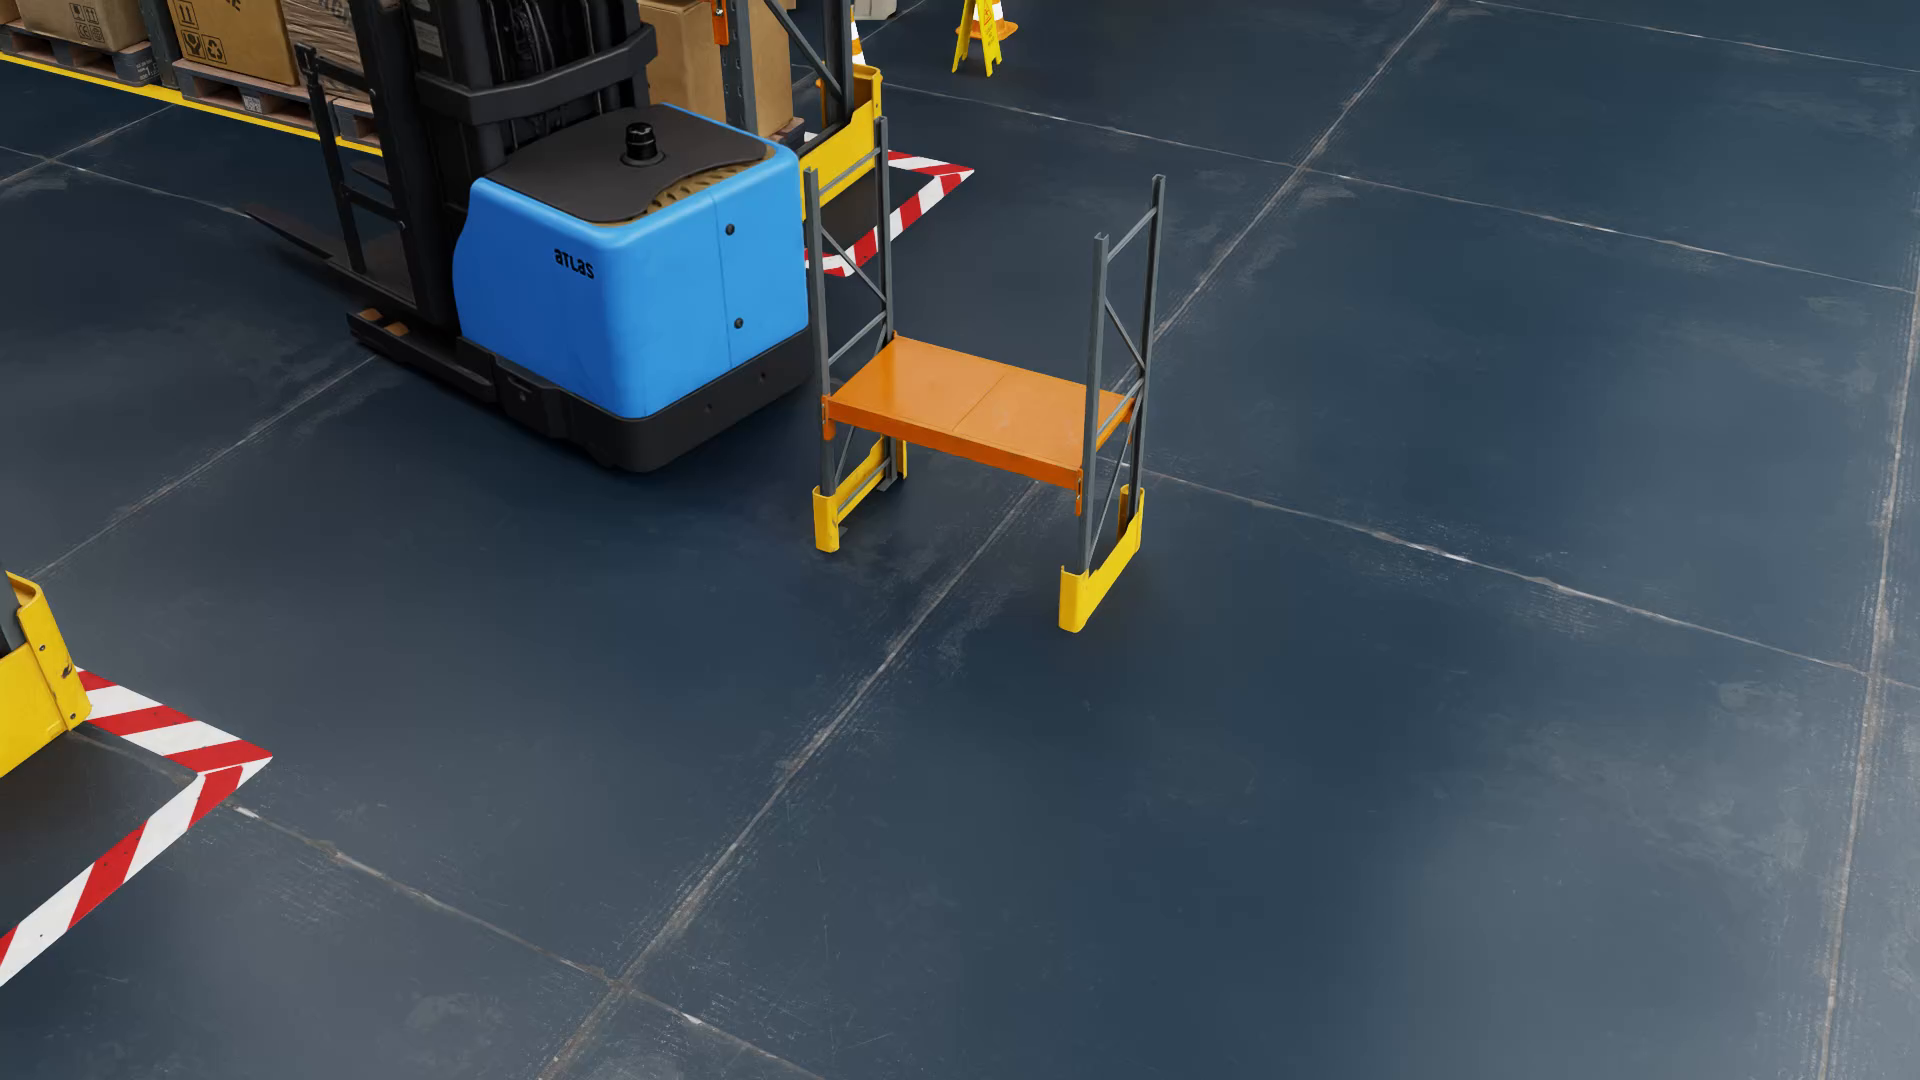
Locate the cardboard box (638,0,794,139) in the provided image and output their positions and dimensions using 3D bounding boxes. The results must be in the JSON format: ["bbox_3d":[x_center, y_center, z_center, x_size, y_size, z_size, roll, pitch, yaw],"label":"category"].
[{"bbox_3d":[-1.467,-2.460,8.420,0.875,0.875,0.875,18,41,22],"label":"cardboard box"}]

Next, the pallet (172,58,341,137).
[{"bbox_3d":[-3.747,-2.734,9.677,1.213,0.211,1.003,17,41,21],"label":"pallet"}]

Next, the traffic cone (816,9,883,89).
[{"bbox_3d":[-0.653,-2.886,9.669,0.334,0.463,0.336,17,41,21],"label":"traffic cone"}]

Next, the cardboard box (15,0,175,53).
[{"bbox_3d":[-4.979,-3.494,9.885,0.750,0.750,1.050,17,40,21],"label":"cardboard box"}]

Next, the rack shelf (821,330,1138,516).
[{"bbox_3d":[0.076,-0.430,5.874,1.000,0.185,0.538,17,41,21],"label":"rack shelf"}]

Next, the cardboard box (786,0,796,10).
[{"bbox_3d":[-1.372,-3.807,10.849,0.637,0.503,0.797,-8,38,-10],"label":"cardboard box"}]

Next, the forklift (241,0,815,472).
[{"bbox_3d":[-2.075,-2.172,6.687,3.031,2.935,1.130,26,44,30],"label":"forklift"}]

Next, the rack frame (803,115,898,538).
[{"bbox_3d":[-0.376,-0.715,5.952,0.032,1.500,0.500,17,41,21],"label":"rack frame"}]

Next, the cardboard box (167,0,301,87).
[{"bbox_3d":[-3.860,-3.207,9.404,0.875,0.875,0.875,18,41,22],"label":"cardboard box"}]

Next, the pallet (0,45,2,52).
[{"bbox_3d":[-6.194,-3.500,10.687,1.213,0.211,1.003,17,41,21],"label":"pallet"}]

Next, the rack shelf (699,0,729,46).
[{"bbox_3d":[-2.610,-3.256,8.653,4.000,0.370,1.077,17,41,21],"label":"rack shelf"}]

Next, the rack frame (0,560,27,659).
[{"bbox_3d":[-3.205,-0.351,4.232,0.127,3.000,1.000,17,41,21],"label":"rack frame"}]

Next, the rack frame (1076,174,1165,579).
[{"bbox_3d":[0.527,-0.432,5.579,0.032,1.500,0.500,17,41,21],"label":"rack frame"}]

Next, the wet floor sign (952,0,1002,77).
[{"bbox_3d":[0.102,-3.103,9.805,0.232,0.644,0.267,11,38,14],"label":"wet floor sign"}]

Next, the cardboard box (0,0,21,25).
[{"bbox_3d":[-5.834,-3.764,10.241,0.750,0.750,1.050,17,41,21],"label":"cardboard box"}]

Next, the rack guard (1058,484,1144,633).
[{"bbox_3d":[0.510,0.060,5.964,0.087,0.250,0.587,17,41,21],"label":"rack guard"}]

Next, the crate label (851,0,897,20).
[{"bbox_3d":[-0.558,-3.453,10.686,0.298,0.136,0.250,-2,37,-2],"label":"crate label"}]

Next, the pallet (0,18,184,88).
[{"bbox_3d":[-5.106,-3.162,10.241,1.213,0.211,1.003,17,41,21],"label":"pallet"}]

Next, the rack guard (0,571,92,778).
[{"bbox_3d":[-3.273,0.623,5.015,0.348,0.500,1.175,17,41,21],"label":"rack guard"}]

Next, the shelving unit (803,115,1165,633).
[{"bbox_3d":[0.068,-0.576,5.769,1.083,1.500,0.587,17,41,21],"label":"shelving unit"}]

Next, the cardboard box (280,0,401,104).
[{"bbox_3d":[-3.058,-2.958,9.076,0.875,0.875,0.875,18,41,22],"label":"cardboard box"}]

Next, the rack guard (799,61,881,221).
[{"bbox_3d":[-0.813,-1.984,8.450,0.348,0.500,1.175,17,41,21],"label":"rack guard"}]

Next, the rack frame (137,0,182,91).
[{"bbox_3d":[-4.386,-4.098,9.168,0.127,3.000,1.000,17,41,21],"label":"rack frame"}]

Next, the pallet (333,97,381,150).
[{"bbox_3d":[-2.660,-2.396,9.231,1.213,0.211,1.003,17,41,21],"label":"pallet"}]

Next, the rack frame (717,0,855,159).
[{"bbox_3d":[-0.834,-2.986,7.703,0.127,3.000,1.000,17,41,21],"label":"rack frame"}]

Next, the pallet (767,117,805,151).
[{"bbox_3d":[-1.580,-2.056,8.784,1.213,0.211,1.003,17,41,21],"label":"pallet"}]

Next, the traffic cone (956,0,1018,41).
[{"bbox_3d":[0.169,-3.398,10.344,0.334,0.463,0.336,17,41,21],"label":"traffic cone"}]

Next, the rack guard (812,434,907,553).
[{"bbox_3d":[-0.375,-0.217,6.329,0.087,0.250,0.587,17,41,21],"label":"rack guard"}]
